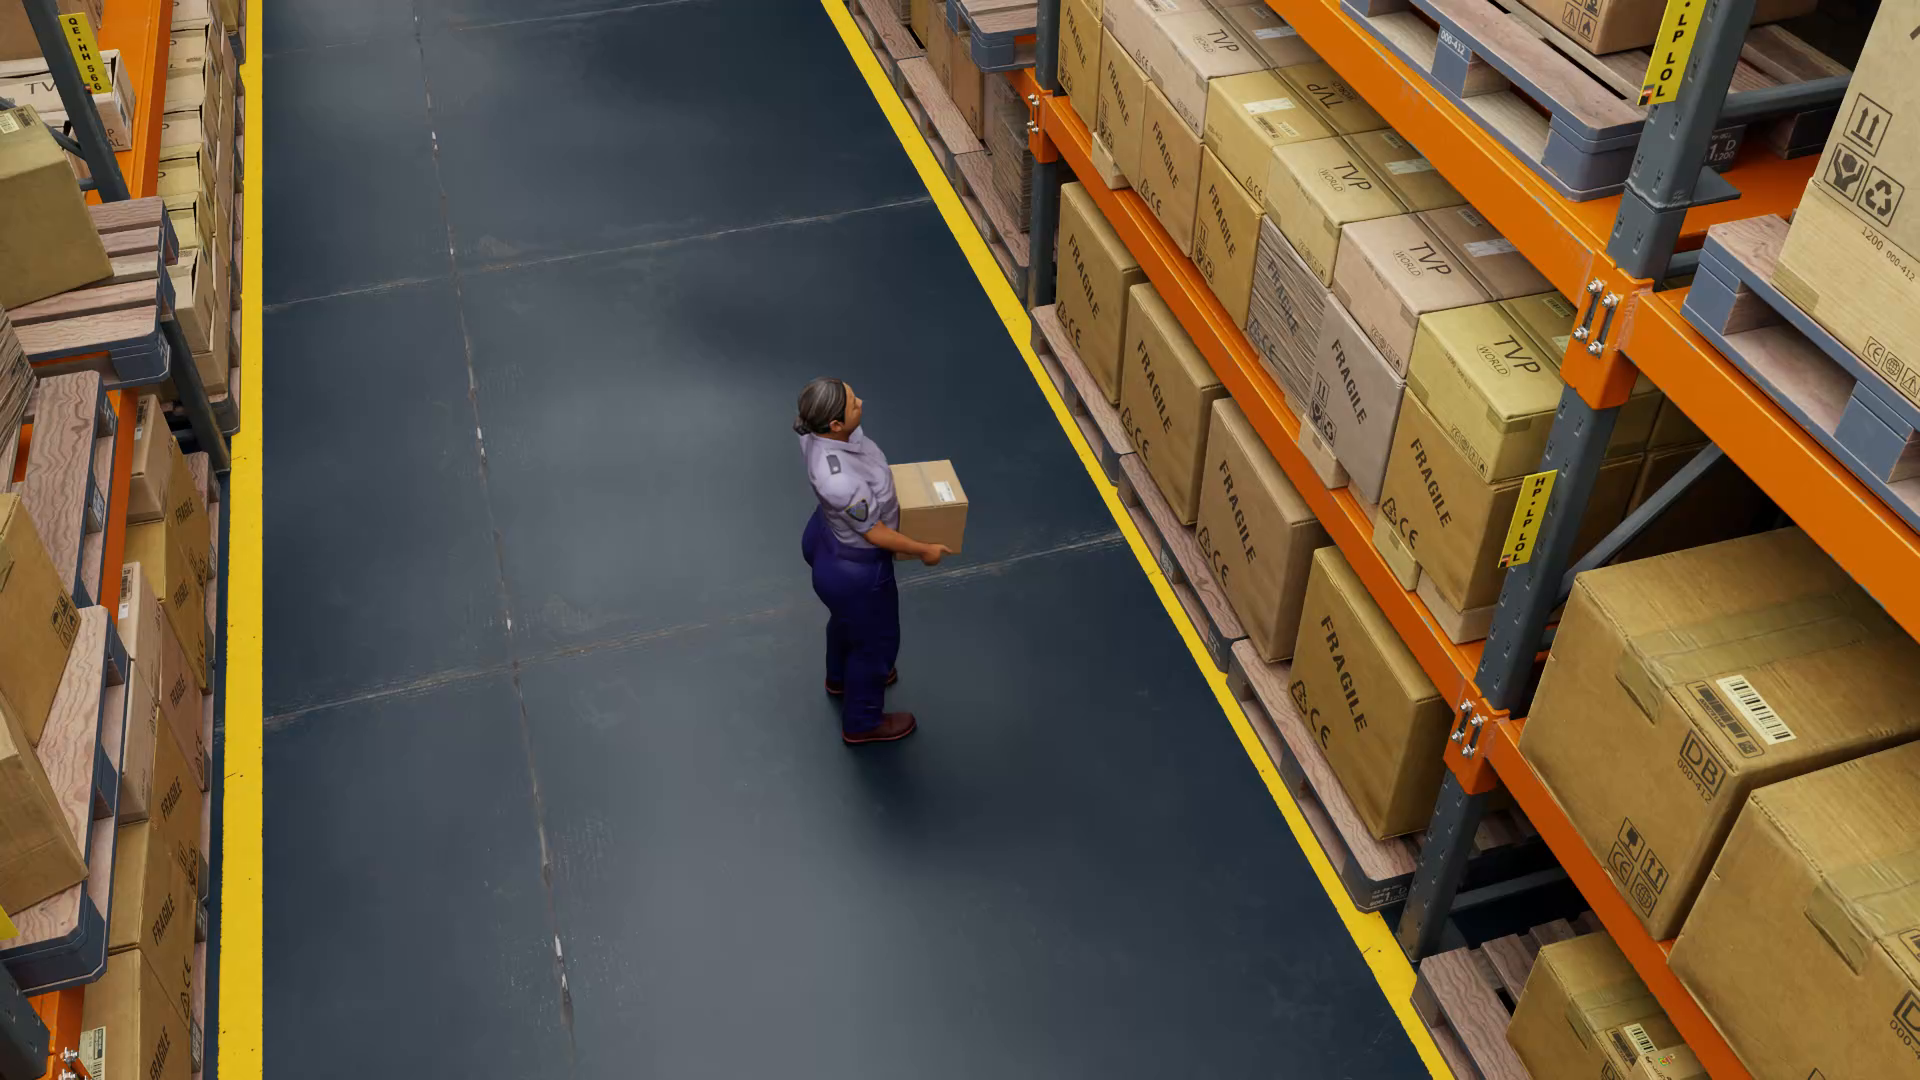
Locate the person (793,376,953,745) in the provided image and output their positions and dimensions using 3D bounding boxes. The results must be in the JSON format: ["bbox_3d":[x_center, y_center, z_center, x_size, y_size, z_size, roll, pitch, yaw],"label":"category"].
[{"bbox_3d":[-0.315,0.057,6.128,0.518,1.624,0.453,-11,44,-12],"label":"person"}]
